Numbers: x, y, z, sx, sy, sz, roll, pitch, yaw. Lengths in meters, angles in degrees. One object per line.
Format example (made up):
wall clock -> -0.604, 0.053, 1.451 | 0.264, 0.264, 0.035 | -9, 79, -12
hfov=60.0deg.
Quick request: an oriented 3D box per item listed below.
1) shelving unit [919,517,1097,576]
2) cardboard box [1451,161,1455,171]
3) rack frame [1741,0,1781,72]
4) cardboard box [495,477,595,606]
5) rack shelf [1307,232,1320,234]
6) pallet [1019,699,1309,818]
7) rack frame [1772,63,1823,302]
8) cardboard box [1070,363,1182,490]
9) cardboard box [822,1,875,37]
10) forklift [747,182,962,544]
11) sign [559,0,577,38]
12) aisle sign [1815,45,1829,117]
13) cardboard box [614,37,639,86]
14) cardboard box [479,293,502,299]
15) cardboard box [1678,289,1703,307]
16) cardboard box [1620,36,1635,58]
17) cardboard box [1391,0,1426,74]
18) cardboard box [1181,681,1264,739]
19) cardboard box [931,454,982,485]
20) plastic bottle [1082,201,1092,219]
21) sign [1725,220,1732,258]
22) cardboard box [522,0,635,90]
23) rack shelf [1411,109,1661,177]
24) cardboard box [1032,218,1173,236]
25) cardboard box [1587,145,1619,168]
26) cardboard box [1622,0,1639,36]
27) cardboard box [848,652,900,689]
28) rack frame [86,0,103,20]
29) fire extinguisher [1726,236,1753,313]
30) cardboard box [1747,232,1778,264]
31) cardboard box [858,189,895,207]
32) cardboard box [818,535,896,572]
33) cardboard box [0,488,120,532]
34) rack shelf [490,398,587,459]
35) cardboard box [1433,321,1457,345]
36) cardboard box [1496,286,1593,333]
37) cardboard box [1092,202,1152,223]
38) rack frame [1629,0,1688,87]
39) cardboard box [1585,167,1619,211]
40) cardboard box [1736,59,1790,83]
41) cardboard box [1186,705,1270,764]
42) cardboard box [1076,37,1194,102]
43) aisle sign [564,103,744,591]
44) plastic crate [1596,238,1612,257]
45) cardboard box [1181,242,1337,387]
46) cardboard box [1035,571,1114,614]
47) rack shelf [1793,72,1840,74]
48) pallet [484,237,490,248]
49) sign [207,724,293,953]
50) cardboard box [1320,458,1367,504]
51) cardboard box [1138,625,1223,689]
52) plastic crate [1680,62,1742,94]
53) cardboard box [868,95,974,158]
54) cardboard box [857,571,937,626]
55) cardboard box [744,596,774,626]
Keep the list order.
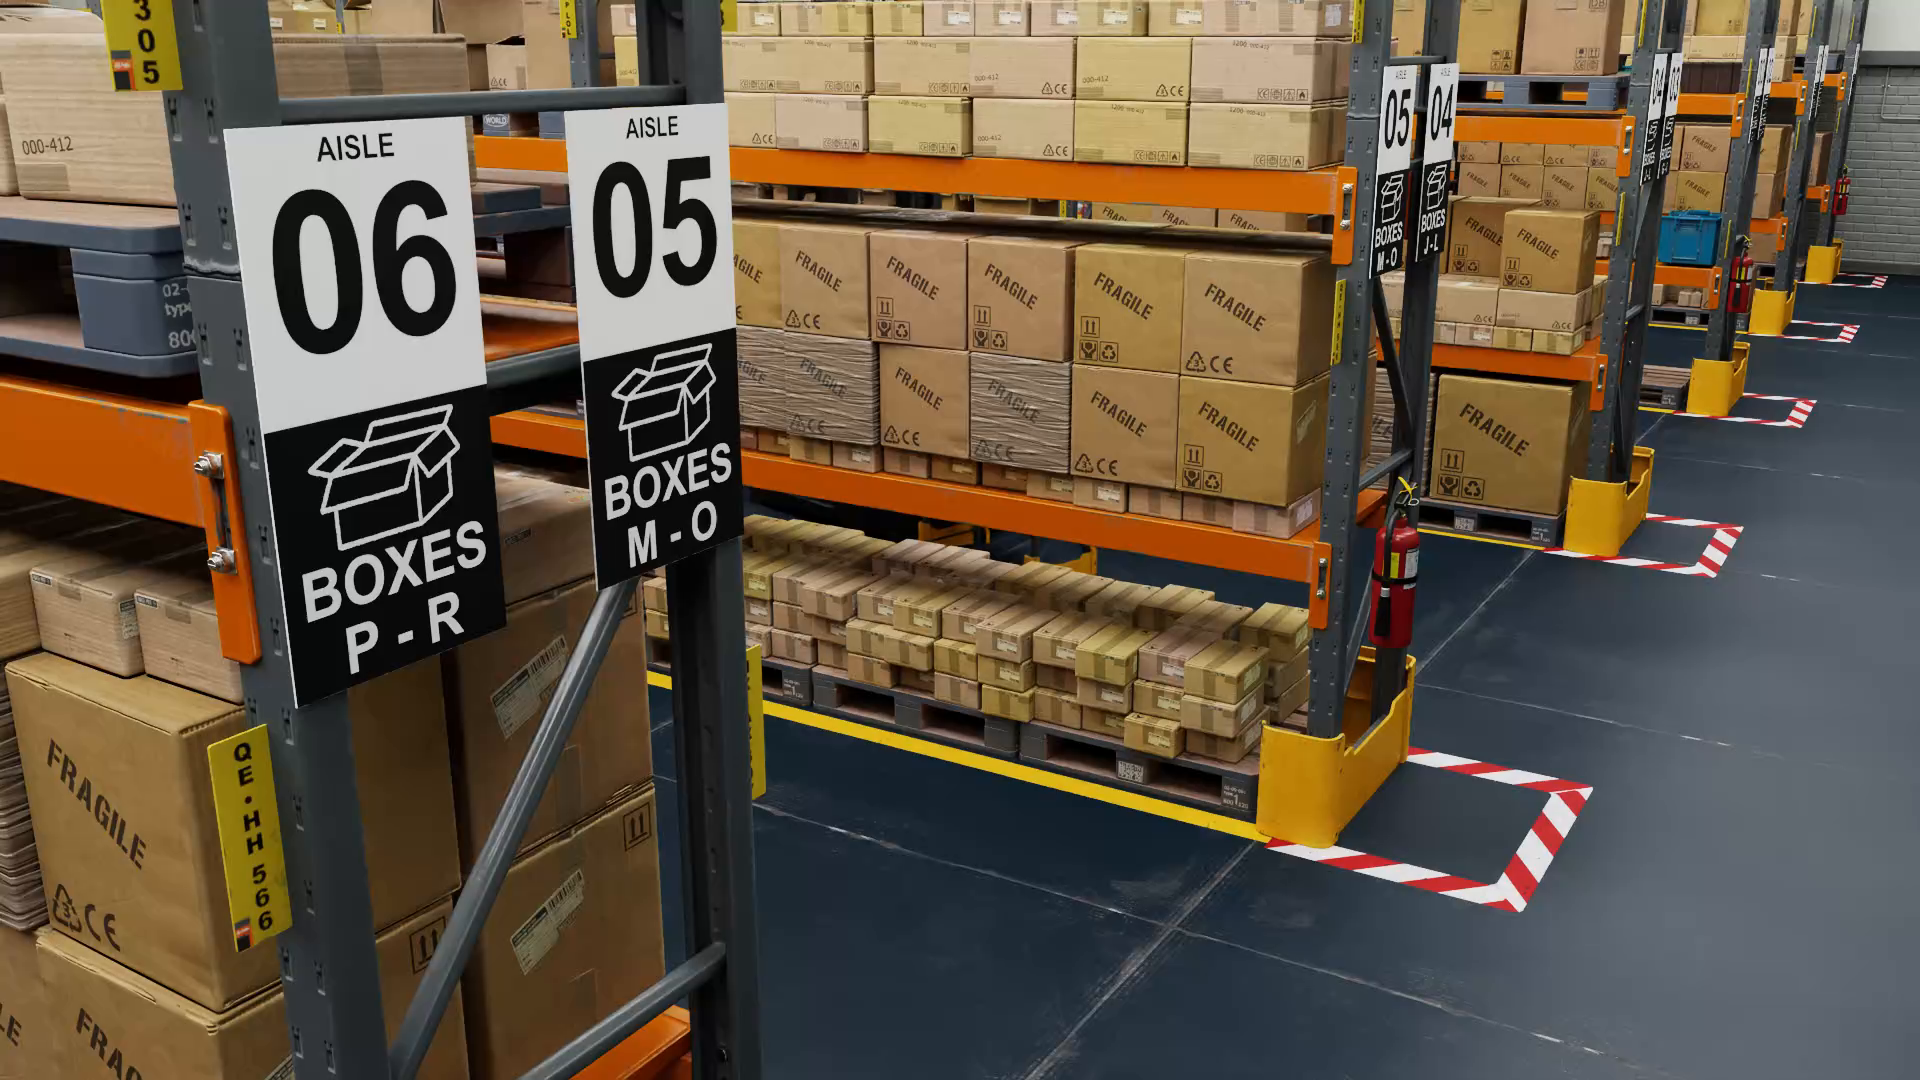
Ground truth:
shelving unit -> 0.299, -0.538, 10.573 | 0.587, 1.500, 1.083 | -15, 22, -40
cardboard box -> 7.713, -5.756, 25.569 | 0.250, 0.149, 0.380 | 10, 20, 30
rack frame -> 7.054, -5.585, 14.286 | 0.127, 3.000, 1.000 | 10, 20, 30
cardboard box -> -0.882, 0.007, 3.189 | 0.250, 0.149, 0.380 | 11, 20, 31
rack shelf -> 1.941, -3.283, 18.267 | 4.000, 0.370, 1.077 | 10, 20, 30
pallet -> 1.041, 0.915, 8.006 | 1.213, 0.211, 1.003 | 10, 20, 30
rack frame -> 9.649, -3.941, 19.195 | 0.127, 3.000, 1.000 | 10, 20, 30
cardboard box -> 0.826, -0.550, 7.346 | 0.500, 0.500, 0.500 | 10, 19, 29
cardboard box -> -0.413, -2.361, 7.544 | 0.250, 0.149, 0.380 | 11, 20, 33
forklift -> -0.899, -1.717, 11.989 | 1.130, 2.935, 3.031 | -14, 22, -39
sign -> -1.916, -2.617, 8.107 | 0.005, 0.325, 0.100 | 10, 20, 30
aisle sign -> 9.861, -5.247, 19.023 | 0.004, 0.787, 0.394 | 10, 20, 30
cardboard box -> -1.344, -2.354, 8.206 | 0.500, 0.250, 0.500 | 11, 20, 32
cardboard box -> -2.521, -1.342, 9.325 | 0.250, 0.149, 0.380 | 9, 19, 28
cardboard box -> 8.759, -2.902, 19.891 | 0.250, 0.166, 0.380 | 10, 20, 30
cardboard box -> 7.798, -5.786, 19.506 | 0.500, 0.250, 0.500 | 10, 20, 30
cardboard box -> 3.108, -3.468, 11.410 | 0.500, 0.500, 0.700 | 9, 19, 26
cardboard box -> 1.181, 0.736, 7.468 | 0.250, 0.149, 0.380 | 10, 19, 29
cardboard box -> 0.068, -0.389, 7.932 | 0.250, 0.149, 0.380 | 11, 20, 31
plastic bottle -> 1.397, -3.543, 18.085 | 0.133, 0.283, 0.061 | 10, 20, 30
sign -> 6.780, -2.654, 14.678 | 0.005, 0.325, 0.100 | 10, 20, 30
cardboard box -> -1.894, -2.653, 8.897 | 0.500, 0.500, 0.700 | 10, 20, 30
rack shelf -> 2.757, -2.884, 11.790 | 4.000, 0.370, 1.077 | 10, 20, 30
cardboard box -> 0.671, -1.238, 7.891 | 0.500, 0.500, 0.500 | 10, 19, 29
cardboard box -> 7.813, -4.700, 19.799 | 0.500, 0.500, 0.500 | 11, 20, 32
cardboard box -> 7.962, -6.223, 19.652 | 0.500, 0.500, 0.700 | 10, 20, 30
cardboard box -> -0.360, 0.602, 8.422 | 0.250, 0.149, 0.380 | 10, 19, 29
rack frame -> -5.037, -4.363, 10.261 | 0.127, 3.000, 1.000 | 10, 20, 30
fire extinguisher -> 6.945, -2.364, 14.778 | 0.183, 0.674, 0.296 | 10, 20, 30
cardboard box -> 11.590, -4.255, 23.807 | 0.500, 0.500, 0.700 | 10, 20, 30
cardboard box -> -0.612, -2.918, 13.927 | 0.637, 0.503, 0.797 | 11, 20, 32
cardboard box -> -0.555, 0.108, 9.022 | 0.250, 0.149, 0.380 | 11, 20, 32
cardboard box -> -1.821, 0.025, 3.130 | 0.250, 0.149, 0.380 | 11, 20, 31
rack shelf -> -3.333, -0.844, 10.236 | 4.000, 0.370, 1.077 | 10, 20, 30
cardboard box -> 3.337, -1.457, 11.448 | 0.250, 0.149, 0.380 | 11, 20, 31
cardboard box -> 3.910, -1.567, 11.125 | 0.500, 0.250, 0.500 | 10, 19, 29
cardboard box -> 1.328, -2.390, 12.544 | 0.500, 0.500, 0.500 | 10, 20, 30
rack frame -> 4.462, -4.359, 10.248 | 0.127, 3.000, 1.000 | 10, 20, 30
cardboard box -> 7.830, -4.222, 19.947 | 0.500, 0.500, 0.500 | 10, 19, 29
cardboard box -> 9.074, -5.318, 18.823 | 0.500, 0.250, 0.500 | 10, 20, 30
cardboard box -> 1.222, 0.859, 7.573 | 0.250, 0.149, 0.380 | 11, 20, 31
cardboard box -> 0.818, -1.962, 6.918 | 0.500, 0.250, 0.500 | 10, 19, 29
aisle sign -> -0.511, -0.339, 2.863 | 0.004, 0.787, 0.394 | 10, 20, 30
plastic crate -> 6.025, -2.744, 15.606 | 0.243, 0.136, 0.396 | 10, 20, 30
cardboard box -> 1.260, -0.952, 6.950 | 0.500, 0.500, 0.500 | 10, 19, 29
cardboard box -> 0.580, 0.295, 8.407 | 0.250, 0.149, 0.380 | 11, 20, 32
rack shelf -> 10.534, -6.657, 23.878 | 3.809, 0.124, 0.919 | 10, 20, 30
pallet -> -5.189, -3.070, 16.655 | 1.213, 0.211, 1.003 | 10, 20, 30
sign -> -1.020, 0.431, 2.402 | 0.005, 0.325, 0.100 | 10, 20, 30
cardboard box -> 1.675, -0.286, 7.593 | 0.250, 0.149, 0.380 | 10, 20, 30
cardboard box -> 1.012, 0.533, 7.624 | 0.250, 0.149, 0.380 | 11, 20, 31
plastic crate -> 6.872, -4.215, 15.161 | 0.590, 0.269, 0.497 | 10, 20, 30
cardboard box -> -0.064, -1.873, 7.483 | 0.500, 0.250, 0.500 | 11, 20, 33
cardboard box -> -0.315, 0.295, 8.407 | 0.250, 0.149, 0.380 | 9, 19, 28
cardboard box -> -0.998, 0.316, 8.851 | 0.250, 0.149, 0.380 | 10, 20, 30
